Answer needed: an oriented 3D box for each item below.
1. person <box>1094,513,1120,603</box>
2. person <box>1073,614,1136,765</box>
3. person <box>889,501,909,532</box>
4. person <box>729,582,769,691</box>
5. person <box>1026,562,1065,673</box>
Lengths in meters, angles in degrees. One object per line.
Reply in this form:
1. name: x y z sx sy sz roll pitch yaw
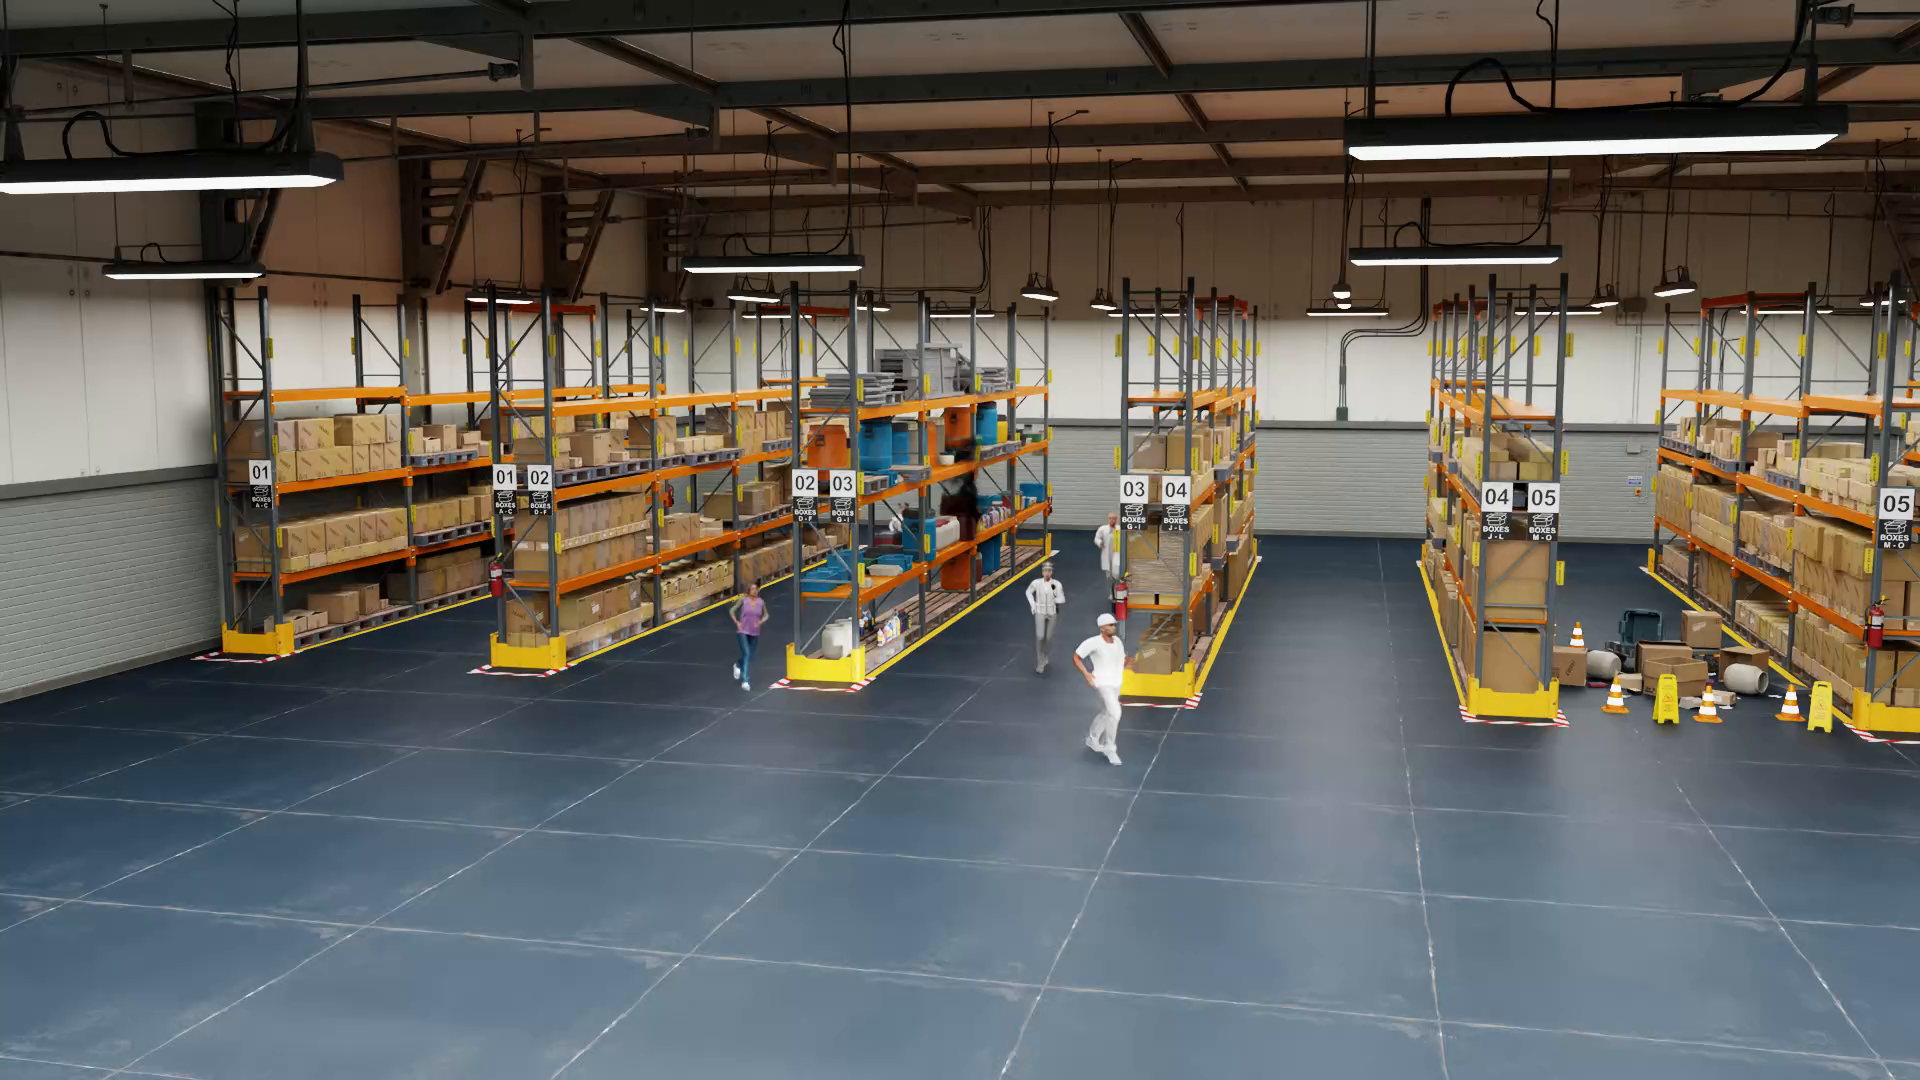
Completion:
1. person: 2.990 0.369 32.790 0.698 1.819 0.805 2 7 16
2. person: 1.792 1.806 20.306 0.722 1.830 0.675 6 9 43
3. person: -1.277 -0.021 36.530 0.607 1.656 0.560 1 7 5
4. person: -3.163 1.409 24.763 0.534 1.582 0.751 -3 7 -23
5. person: 1.342 1.198 25.939 0.591 1.748 0.740 0 7 -3
